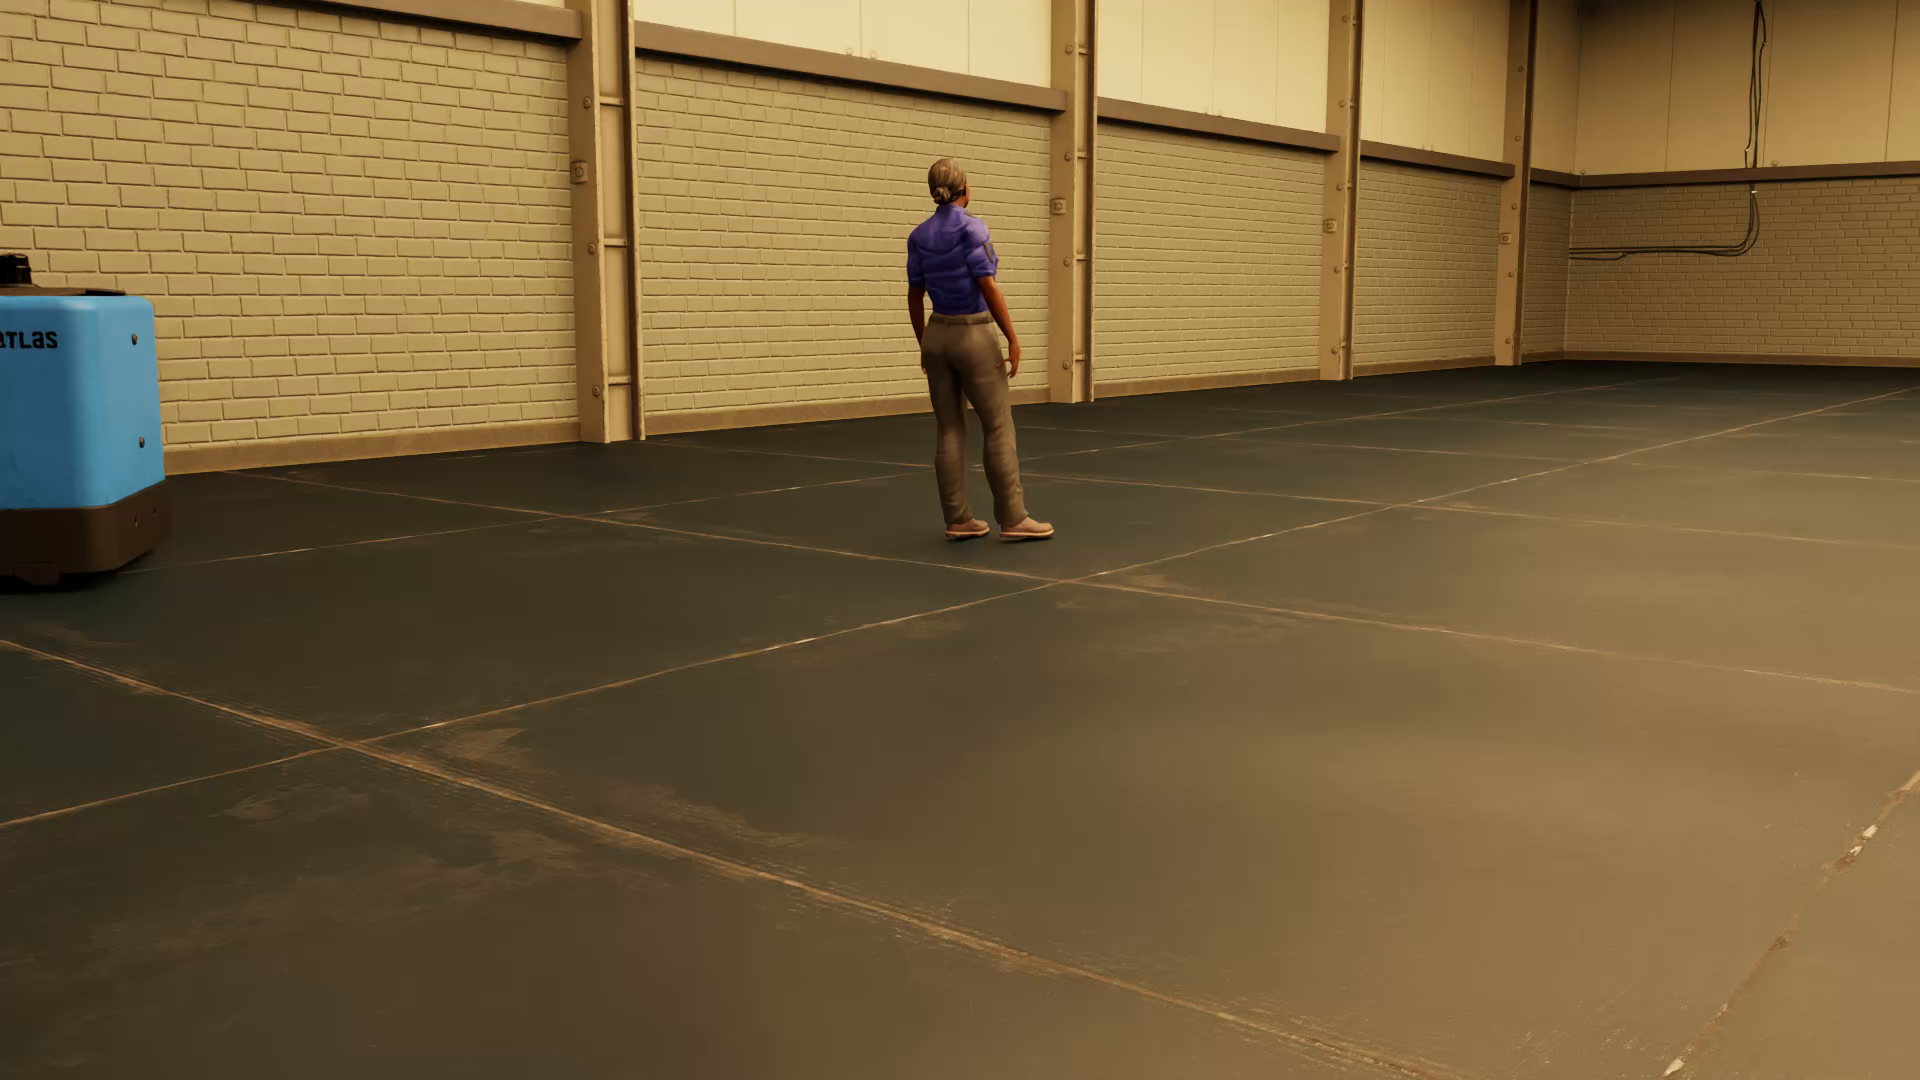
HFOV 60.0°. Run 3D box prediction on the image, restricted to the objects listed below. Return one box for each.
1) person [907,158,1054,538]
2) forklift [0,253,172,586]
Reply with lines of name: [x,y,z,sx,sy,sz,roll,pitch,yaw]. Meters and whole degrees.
person: [0.070,-0.834,7.340,0.570,1.656,0.503,7,11,38]
forklift: [-4.704,-1.285,6.067,3.031,2.935,1.130,-2,9,-13]
